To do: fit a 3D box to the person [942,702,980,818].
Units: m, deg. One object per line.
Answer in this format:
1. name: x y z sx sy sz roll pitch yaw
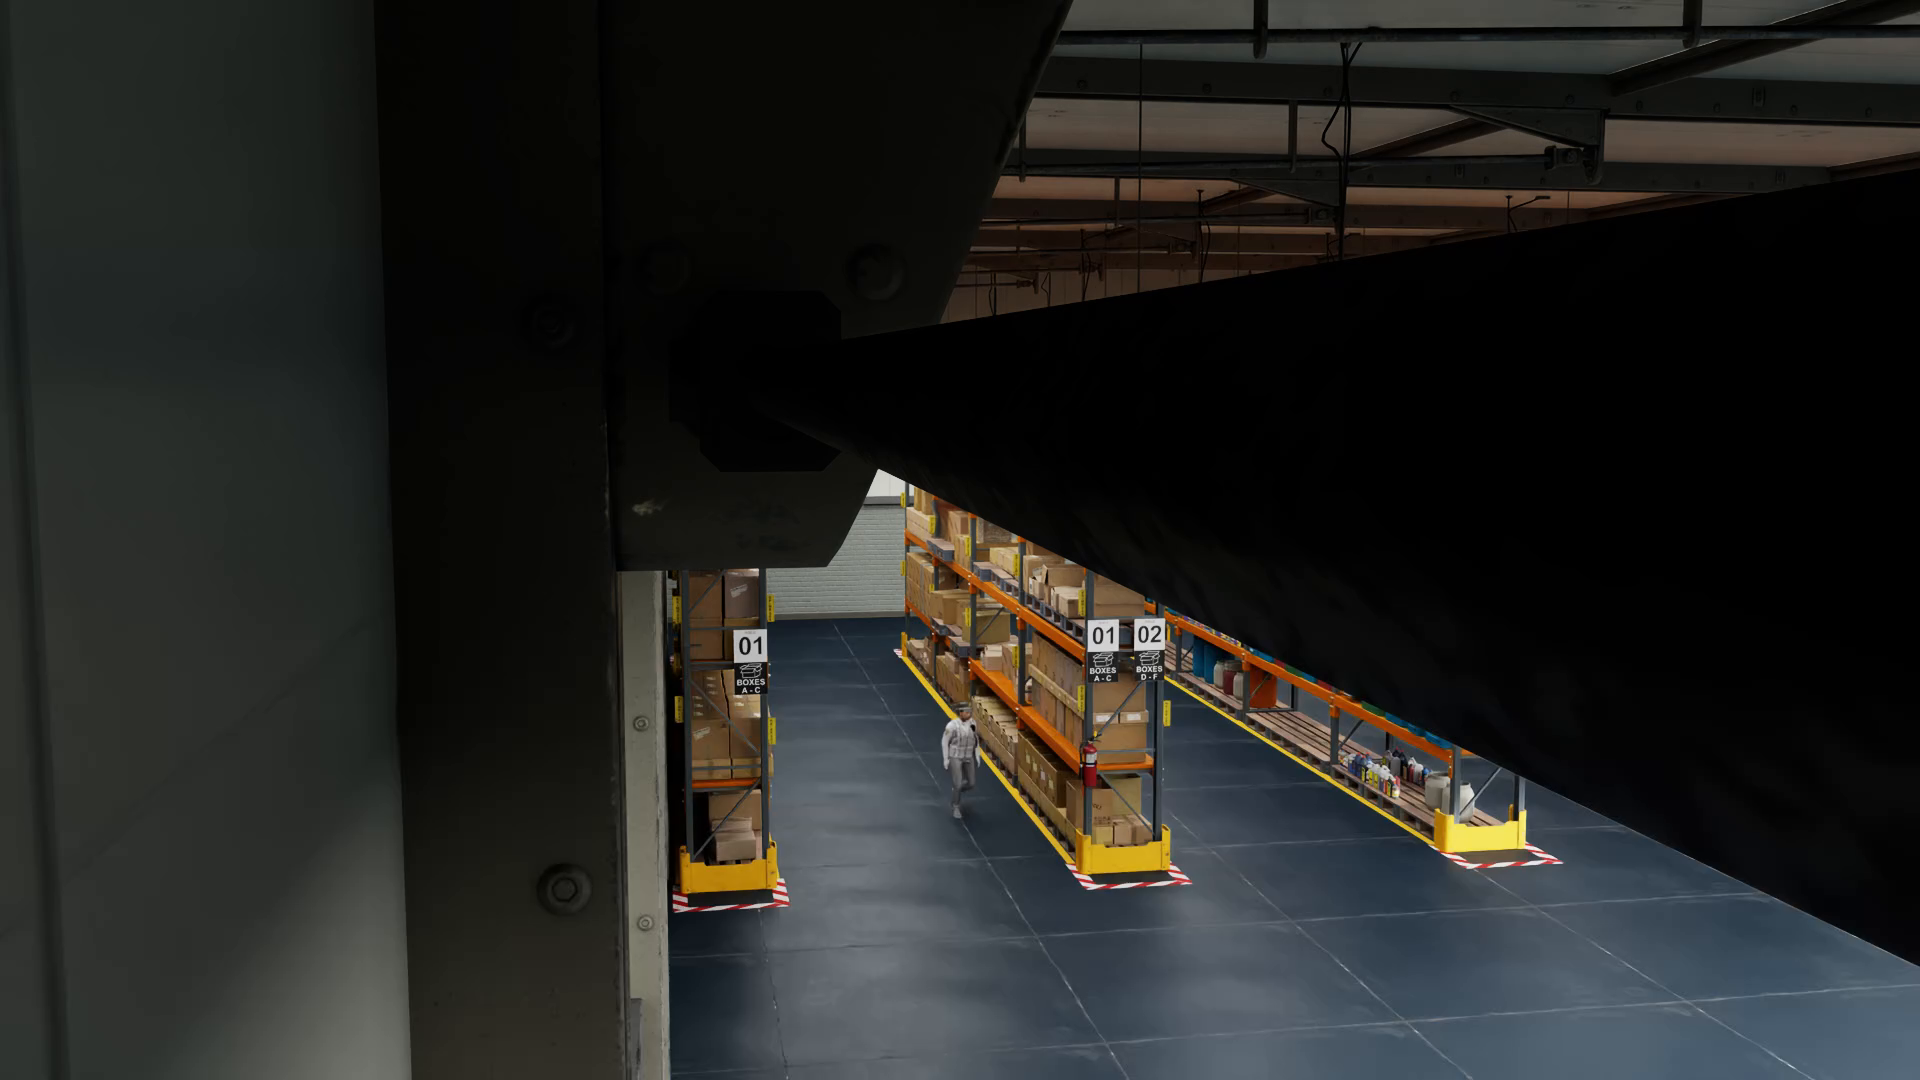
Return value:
1. person: -0.036 3.078 23.594 0.530 1.653 0.577 -3 7 -29
